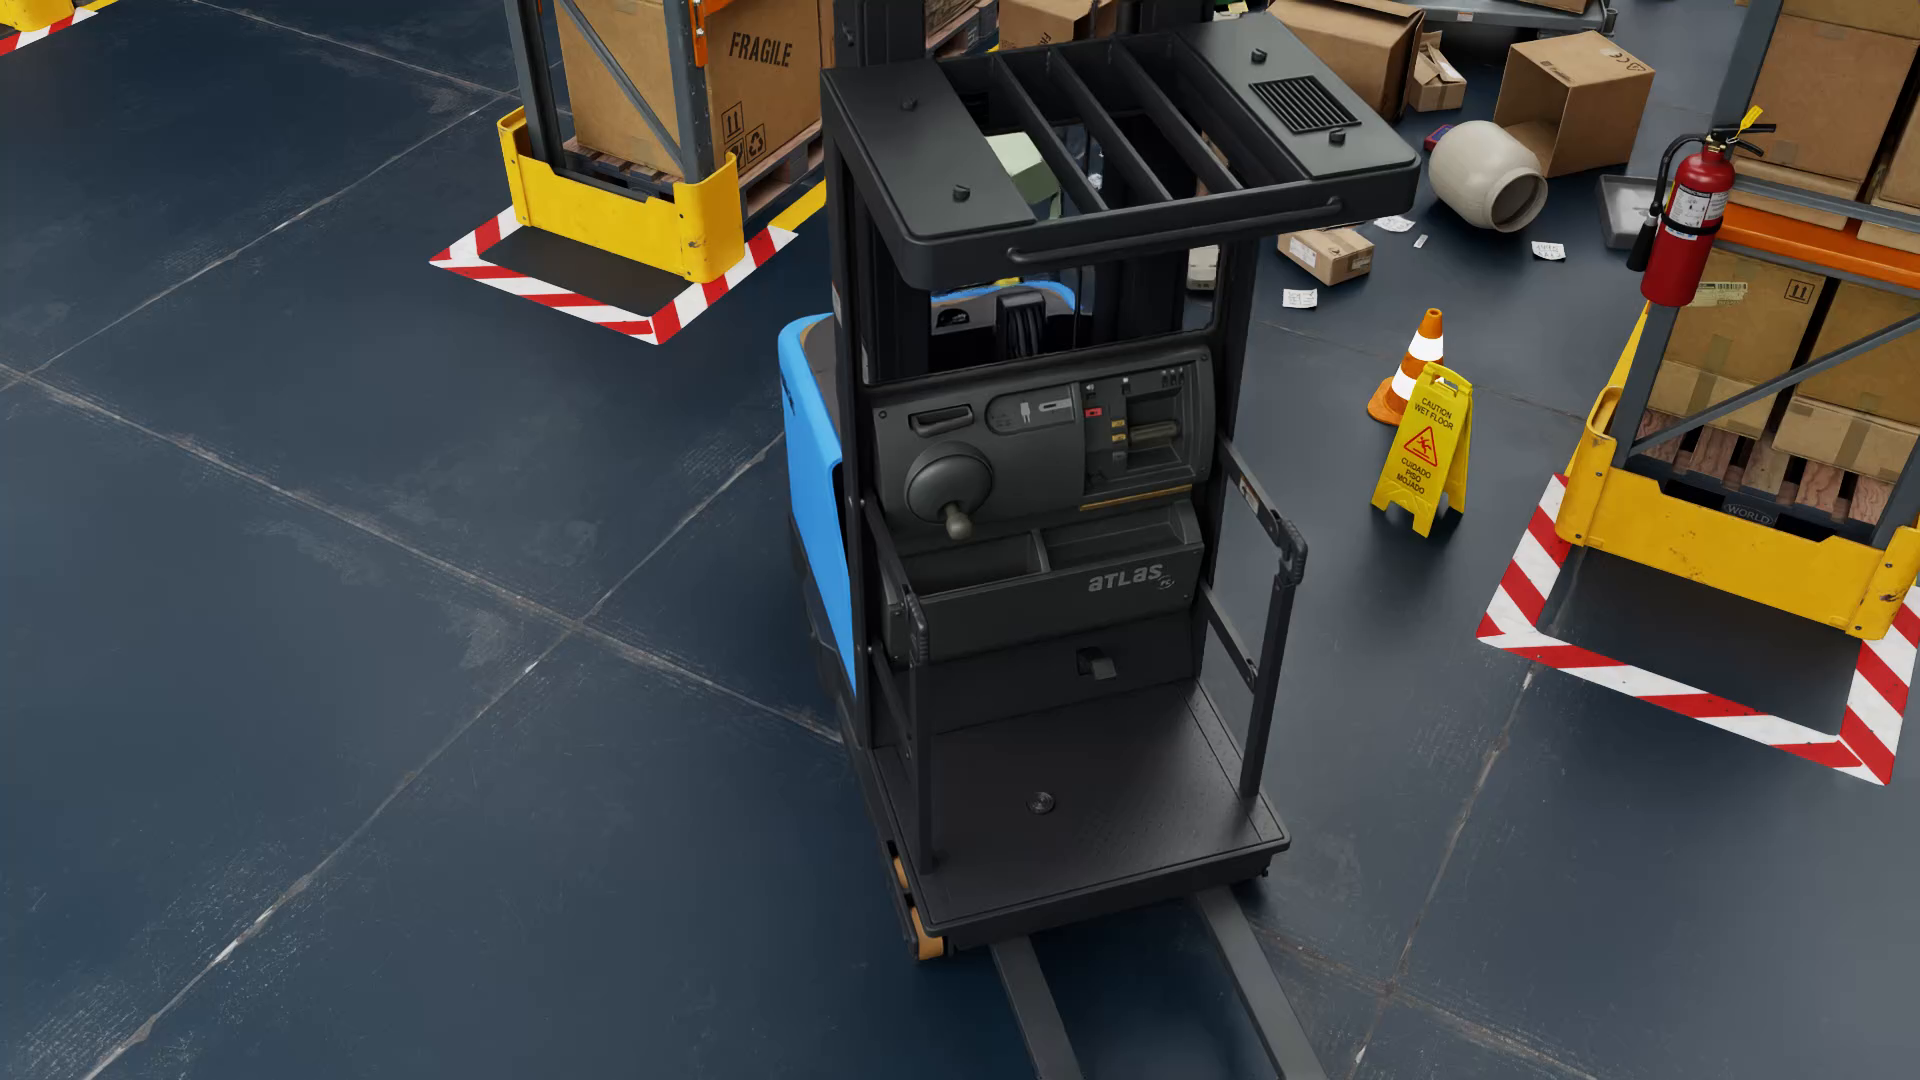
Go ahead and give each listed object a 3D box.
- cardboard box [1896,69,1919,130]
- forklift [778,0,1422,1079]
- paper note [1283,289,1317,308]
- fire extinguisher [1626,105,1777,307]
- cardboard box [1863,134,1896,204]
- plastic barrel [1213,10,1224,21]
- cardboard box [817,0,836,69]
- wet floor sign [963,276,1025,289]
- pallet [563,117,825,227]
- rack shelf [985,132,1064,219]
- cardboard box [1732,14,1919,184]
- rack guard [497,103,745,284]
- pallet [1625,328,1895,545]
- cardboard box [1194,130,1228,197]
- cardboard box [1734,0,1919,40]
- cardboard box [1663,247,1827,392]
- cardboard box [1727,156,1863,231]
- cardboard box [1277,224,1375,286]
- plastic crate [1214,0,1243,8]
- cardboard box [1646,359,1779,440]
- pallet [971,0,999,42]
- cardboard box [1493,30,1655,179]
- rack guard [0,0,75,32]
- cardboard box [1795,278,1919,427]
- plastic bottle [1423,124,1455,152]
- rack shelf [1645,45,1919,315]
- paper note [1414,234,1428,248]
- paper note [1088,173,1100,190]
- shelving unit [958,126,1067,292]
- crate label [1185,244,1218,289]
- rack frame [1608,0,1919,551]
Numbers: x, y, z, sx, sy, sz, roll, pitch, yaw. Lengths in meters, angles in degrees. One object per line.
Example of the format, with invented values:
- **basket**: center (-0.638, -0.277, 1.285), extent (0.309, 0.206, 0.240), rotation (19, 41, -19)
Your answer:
- **cardboard box**: center (3.512, -1.630, 5.530), extent (0.500, 0.500, 0.500), rotation (22, 46, 23)
- **forklift**: center (0.296, -0.173, 4.229), extent (1.130, 2.935, 3.031), rotation (-11, 43, -12)
- **paper note**: center (1.528, -1.089, 7.463), extent (0.148, 0.019, 0.142), rotation (7, 42, 8)
- **fire extinguisher**: center (2.322, -1.062, 5.245), extent (0.296, 0.674, 0.183), rotation (21, 45, 22)
- **cardboard box**: center (3.242, -1.185, 5.516), extent (0.380, 0.149, 0.250), rotation (22, 46, 23)
- **plastic barrel**: center (1.204, -2.749, 9.051), extent (0.421, 0.421, 0.512), rotation (-14, 43, -15)
- **cardboard box**: center (-0.837, -2.857, 8.515), extent (0.875, 0.875, 0.875), rotation (20, 45, 21)
- **wet floor sign**: center (0.142, -1.028, 6.929), extent (0.267, 0.644, 0.232), rotation (14, 43, 15)
- **pallet**: center (-1.225, -2.020, 8.384), extent (1.003, 0.211, 1.213), rotation (21, 45, 22)
- **rack shelf**: center (-0.035, -1.179, 5.863), extent (0.720, 0.370, 0.431), rotation (-33, 51, -32)
- **cardboard box**: center (2.811, -1.555, 5.445), extent (0.500, 0.500, 0.500), rotation (20, 45, 21)
- **rack guard**: center (-1.570, -1.631, 7.724), extent (1.175, 0.500, 0.348), rotation (21, 45, 22)
- **pallet**: center (3.254, -0.454, 6.606), extent (1.003, 0.211, 1.213), rotation (21, 45, 22)
- **cardboard box**: center (1.465, -1.909, 8.037), extent (0.797, 0.503, 0.637), rotation (-7, 42, -7)
- **cardboard box**: center (2.845, -1.893, 5.072), extent (0.700, 0.500, 0.500), rotation (20, 45, 21)
- **cardboard box**: center (2.954, -0.956, 6.261), extent (0.500, 0.500, 0.500), rotation (21, 46, 22)
- **cardboard box**: center (2.780, -1.194, 5.527), extent (0.380, 0.149, 0.250), rotation (22, 46, 23)
- **cardboard box**: center (1.685, -1.352, 7.672), extent (0.250, 0.149, 0.380), rotation (-21, 45, -22)
- **plastic crate**: center (1.491, -3.305, 9.818), extent (0.662, 0.188, 0.450), rotation (-21, 35, -22)
- **cardboard box**: center (2.962, -0.695, 6.532), extent (0.500, 0.250, 0.500), rotation (21, 45, 22)
- **pallet**: center (-0.004, -3.416, 9.970), extent (1.003, 0.211, 1.213), rotation (21, 45, 22)
- **cardboard box**: center (3.066, -2.192, 8.359), extent (0.500, 0.500, 0.500), rotation (-14, 43, -15)
- **rack guard**: center (-5.764, -3.387, 9.717), extent (1.175, 0.500, 0.348), rotation (21, 45, 22)
- **cardboard box**: center (3.433, -0.795, 6.078), extent (0.500, 0.500, 0.500), rotation (19, 45, 21)
- **plastic bottle**: center (2.511, -2.072, 8.556), extent (0.133, 0.061, 0.283), rotation (29, 49, 29)
- **rack shelf**: center (3.779, -1.878, 6.658), extent (1.077, 0.370, 4.000), rotation (21, 45, 22)
- **paper note**: center (2.175, -1.410, 7.844), extent (0.032, 0.001, 0.123), rotation (21, 45, 22)
- **paper note**: center (0.676, -1.780, 8.250), extent (0.142, 0.017, 0.144), rotation (-29, 49, -29)
- **shelving unit**: center (-0.035, -0.886, 6.121), extent (0.755, 1.500, 0.431), rotation (-33, 51, -32)
- **crate label**: center (1.085, -1.245, 7.560), extent (0.250, 0.136, 0.298), rotation (0, 41, 0)
- **rack frame**: center (2.778, -1.004, 5.120), extent (1.000, 3.000, 0.127), rotation (21, 45, 22)
